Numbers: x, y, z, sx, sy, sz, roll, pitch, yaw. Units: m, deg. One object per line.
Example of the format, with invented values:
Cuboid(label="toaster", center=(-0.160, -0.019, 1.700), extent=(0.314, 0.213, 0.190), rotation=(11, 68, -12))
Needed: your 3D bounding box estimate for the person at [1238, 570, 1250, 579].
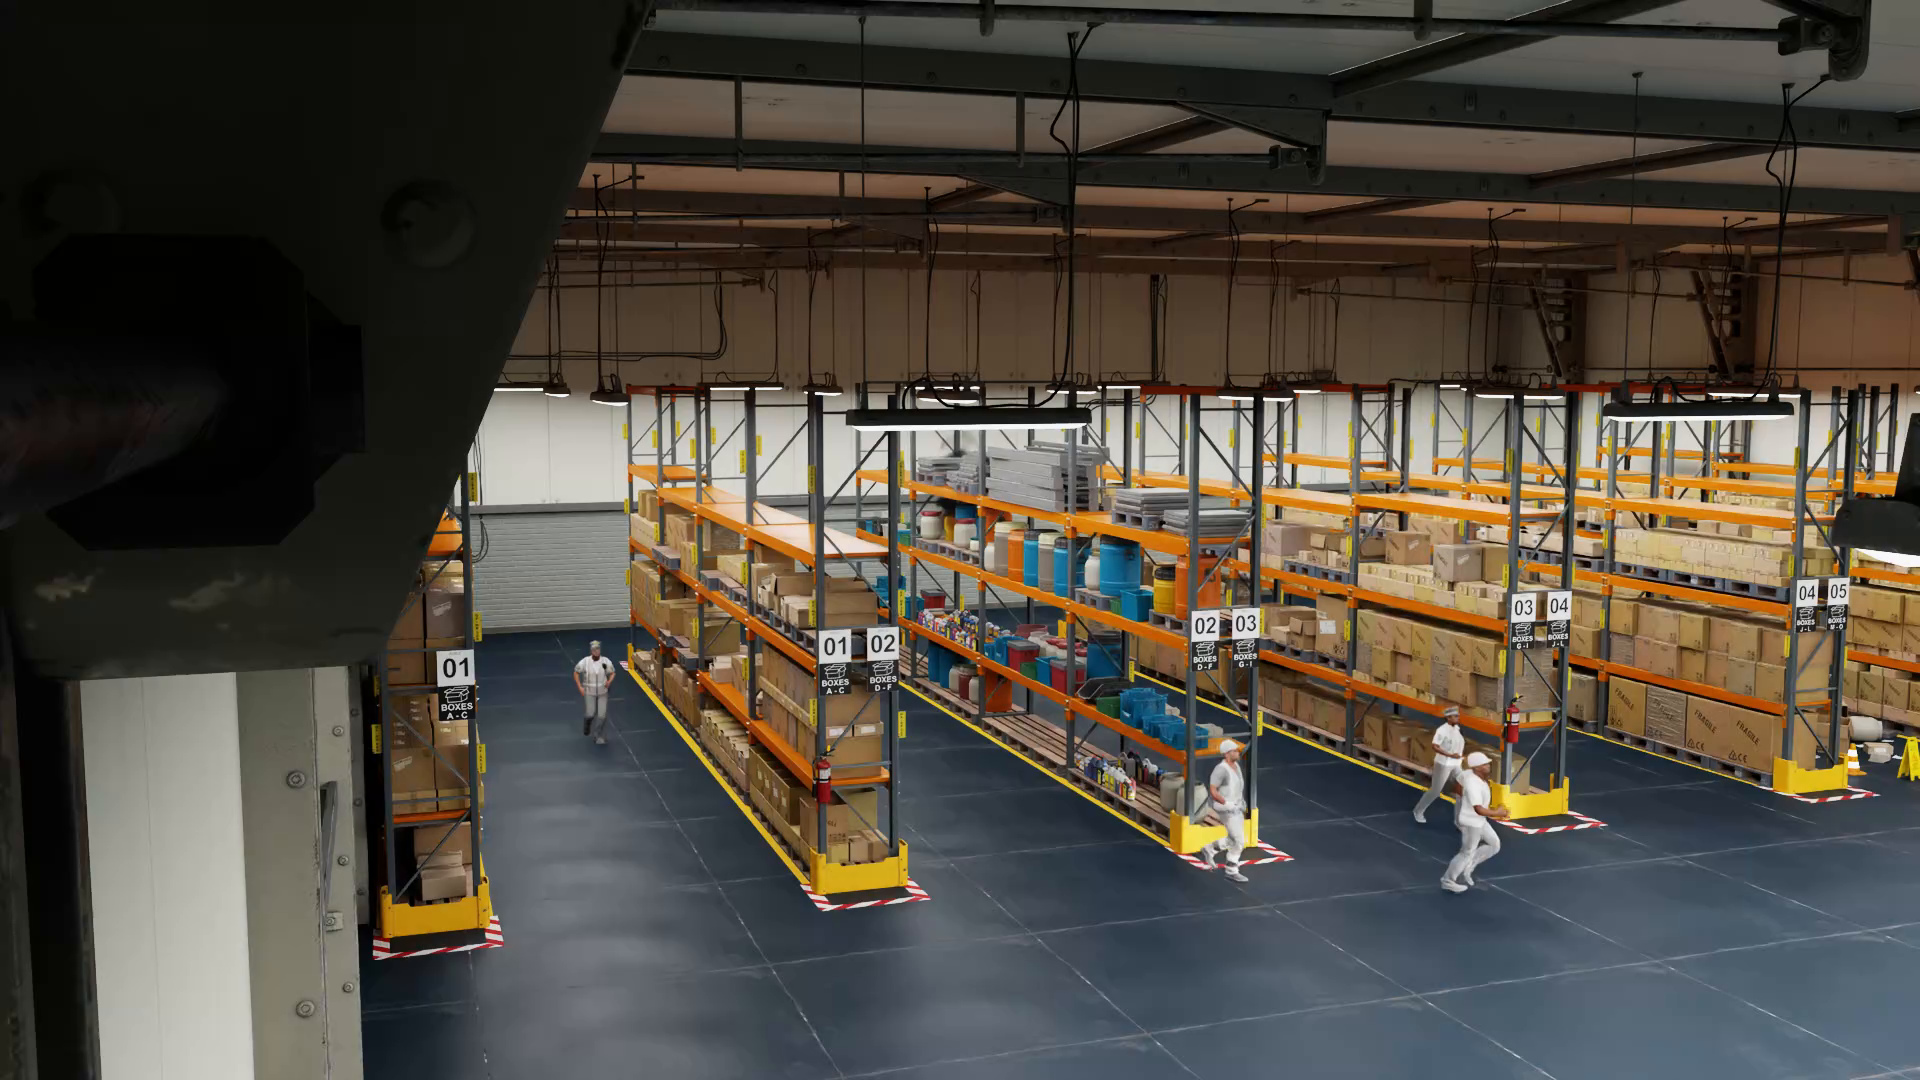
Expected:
Cuboid(label="person", center=(7.105, 1.239, 41.300), extent=(0.821, 1.768, 0.763), rotation=(-1, 6, -13))

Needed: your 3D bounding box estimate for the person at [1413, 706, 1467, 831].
Cuboid(label="person", center=(6.750, 3.127, 22.937), extent=(0.640, 1.713, 0.861), rotation=(-4, 7, -34))

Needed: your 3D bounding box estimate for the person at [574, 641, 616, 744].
Cuboid(label="person", center=(-6.155, 2.571, 28.110), extent=(0.692, 1.748, 0.611), rotation=(-2, 6, -19))

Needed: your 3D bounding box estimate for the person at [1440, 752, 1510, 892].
Cuboid(label="person", center=(6.223, 3.387, 20.051), extent=(0.782, 1.712, 0.719), rotation=(2, 6, 19))

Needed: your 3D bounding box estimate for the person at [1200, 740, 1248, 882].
Cuboid(label="person", center=(3.285, 3.333, 20.628), extent=(0.657, 1.742, 0.675), rotation=(4, 7, 31))
